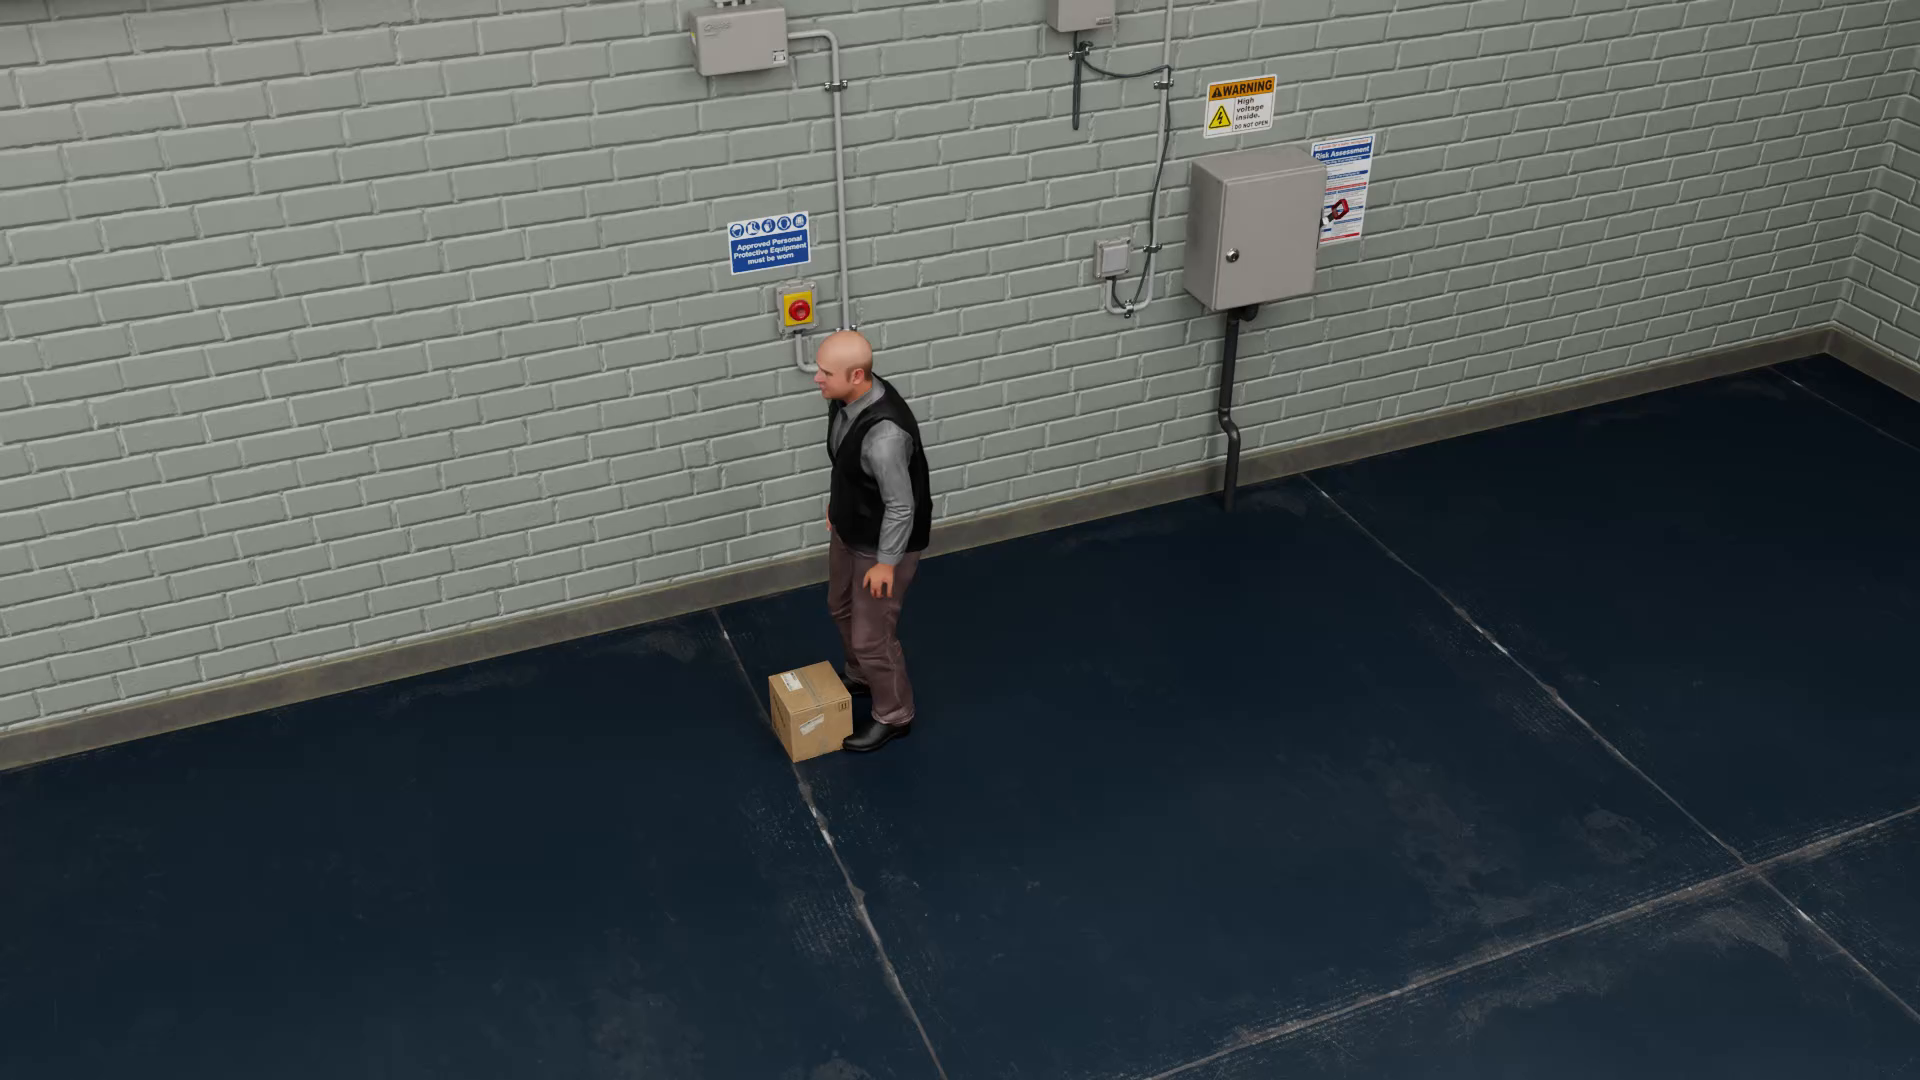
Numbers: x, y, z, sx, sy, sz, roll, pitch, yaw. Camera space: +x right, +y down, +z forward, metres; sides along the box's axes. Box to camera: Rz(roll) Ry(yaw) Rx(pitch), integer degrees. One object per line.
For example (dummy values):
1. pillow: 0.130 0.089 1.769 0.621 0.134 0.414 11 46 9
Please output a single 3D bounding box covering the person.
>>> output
1. person: -0.327 -0.015 6.185 0.421 1.720 0.580 -13 35 -19
